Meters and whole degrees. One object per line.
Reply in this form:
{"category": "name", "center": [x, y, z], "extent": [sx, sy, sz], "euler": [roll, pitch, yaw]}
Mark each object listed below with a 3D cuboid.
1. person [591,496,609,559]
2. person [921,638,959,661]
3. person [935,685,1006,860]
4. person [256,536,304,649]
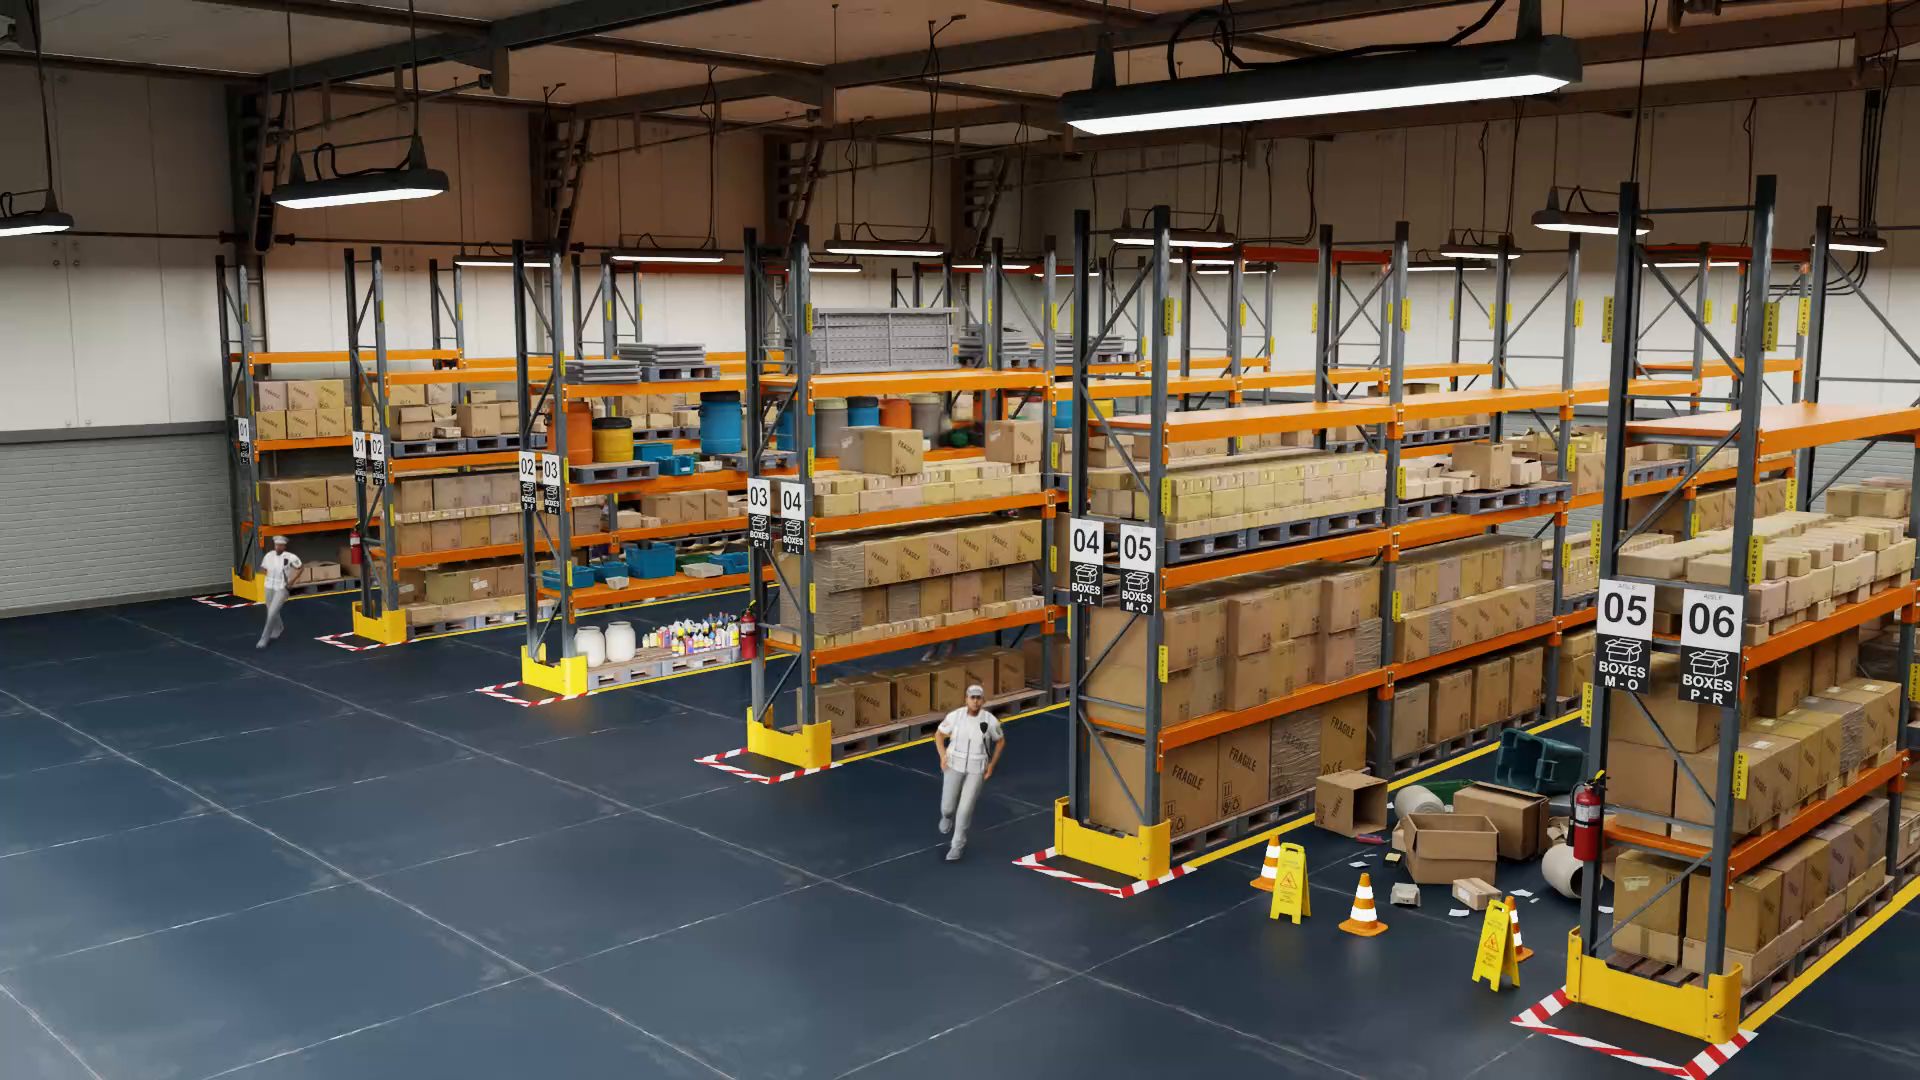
{"category": "person", "center": [-6.694, -0.047, 31.334], "extent": [0.594, 1.598, 0.585], "euler": [5, 9, 30]}
{"category": "person", "center": [-0.274, 0.803, 22.884], "extent": [0.575, 1.708, 0.842], "euler": [7, 11, 41]}
{"category": "person", "center": [0.094, 2.162, 15.741], "extent": [0.671, 1.614, 0.682], "euler": [0, 8, 3]}
{"category": "person", "center": [-10.378, 0.757, 25.371], "extent": [0.615, 1.702, 0.806], "euler": [1, 8, 7]}
